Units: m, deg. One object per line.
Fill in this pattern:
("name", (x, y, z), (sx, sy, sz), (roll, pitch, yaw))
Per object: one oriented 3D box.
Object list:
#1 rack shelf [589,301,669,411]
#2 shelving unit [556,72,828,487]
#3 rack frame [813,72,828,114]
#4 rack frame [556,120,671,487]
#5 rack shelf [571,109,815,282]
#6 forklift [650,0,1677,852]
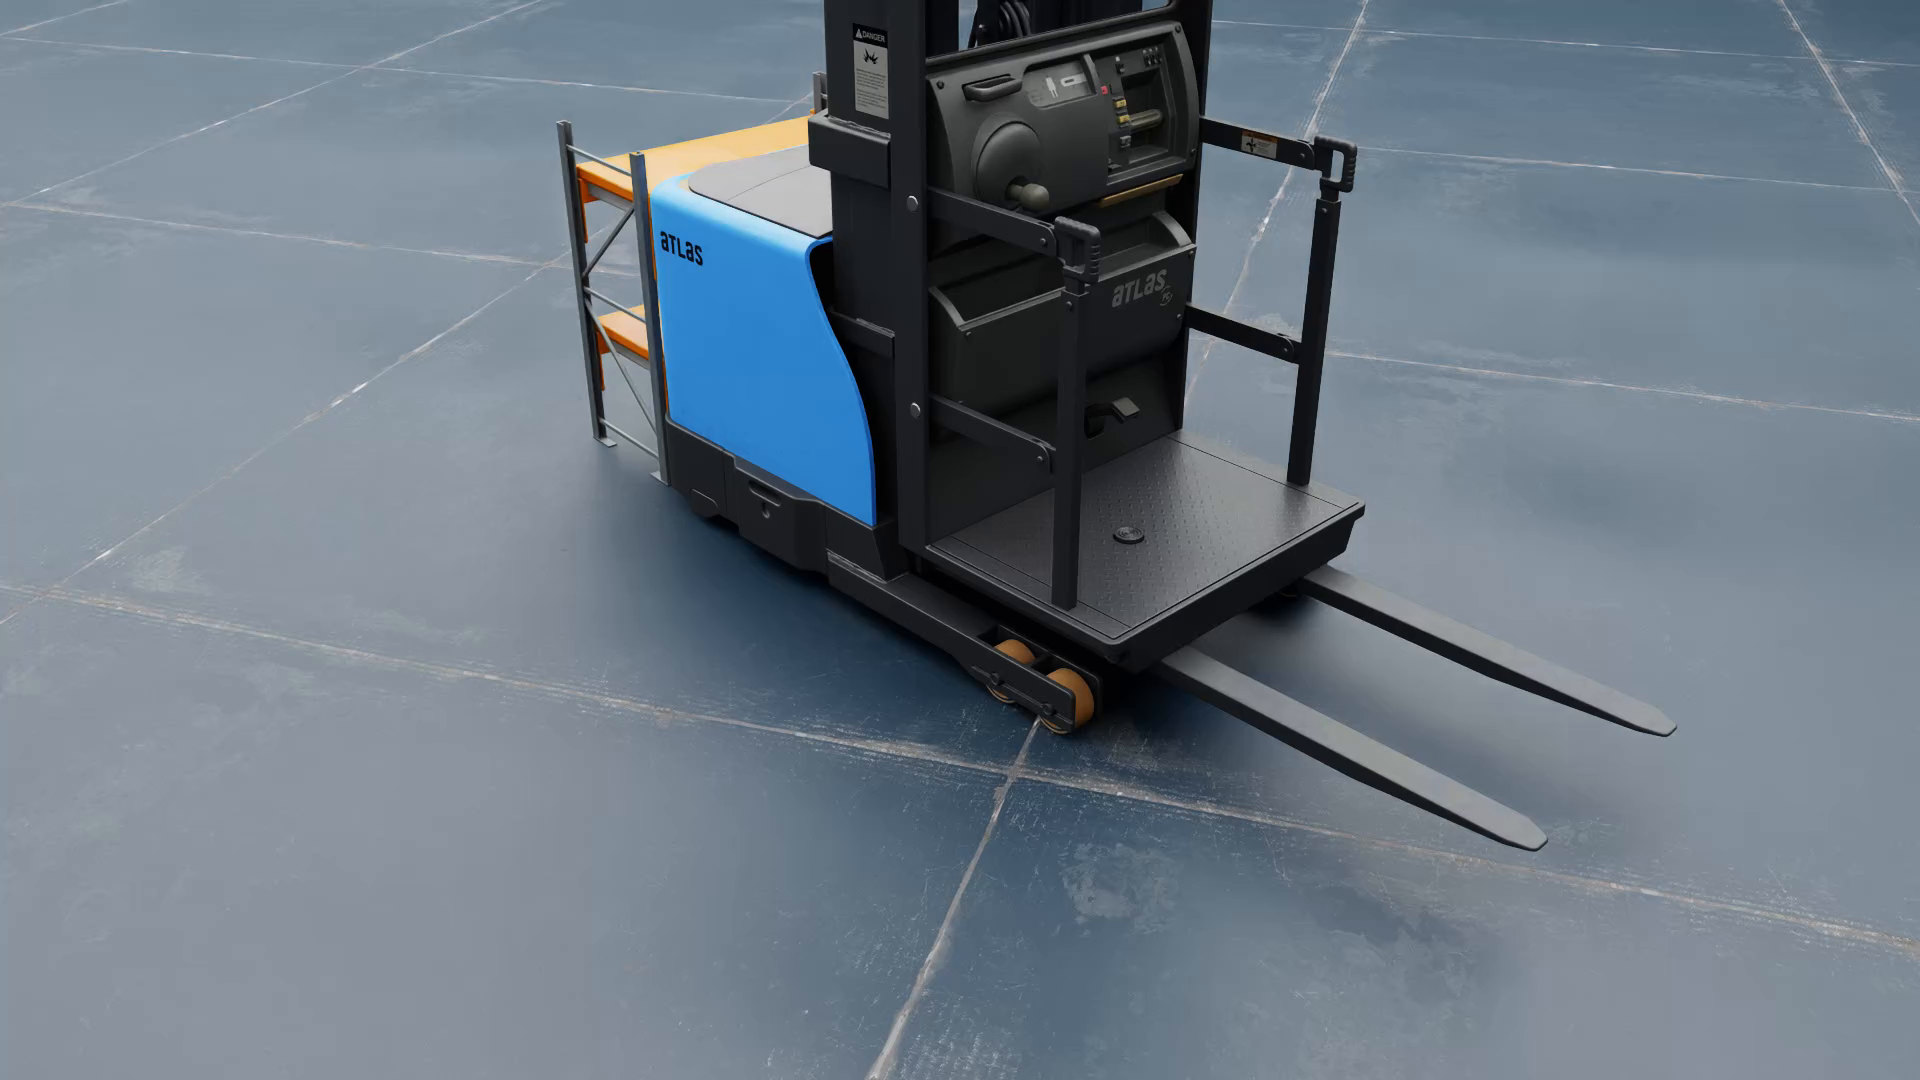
("rack shelf", (-0.741, -0.714, 5.880), (1.000, 0.278, 0.538), (-22, 36, -34))
("shelving unit", (-0.741, -0.928, 5.761), (1.048, 1.125, 0.538), (-22, 36, -34))
("rack frame", (-0.353, -1.088, 6.048), (0.032, 1.125, 0.500), (-22, 36, -34))
("rack frame", (-1.129, -0.768, 5.473), (0.032, 1.125, 0.500), (-22, 36, -34))
("rack shelf", (-0.741, -1.184, 5.618), (1.000, 0.278, 0.538), (-22, 36, -34))
("forklift", (0.436, -1.059, 4.139), (1.130, 2.935, 3.031), (-25, 38, -37))
